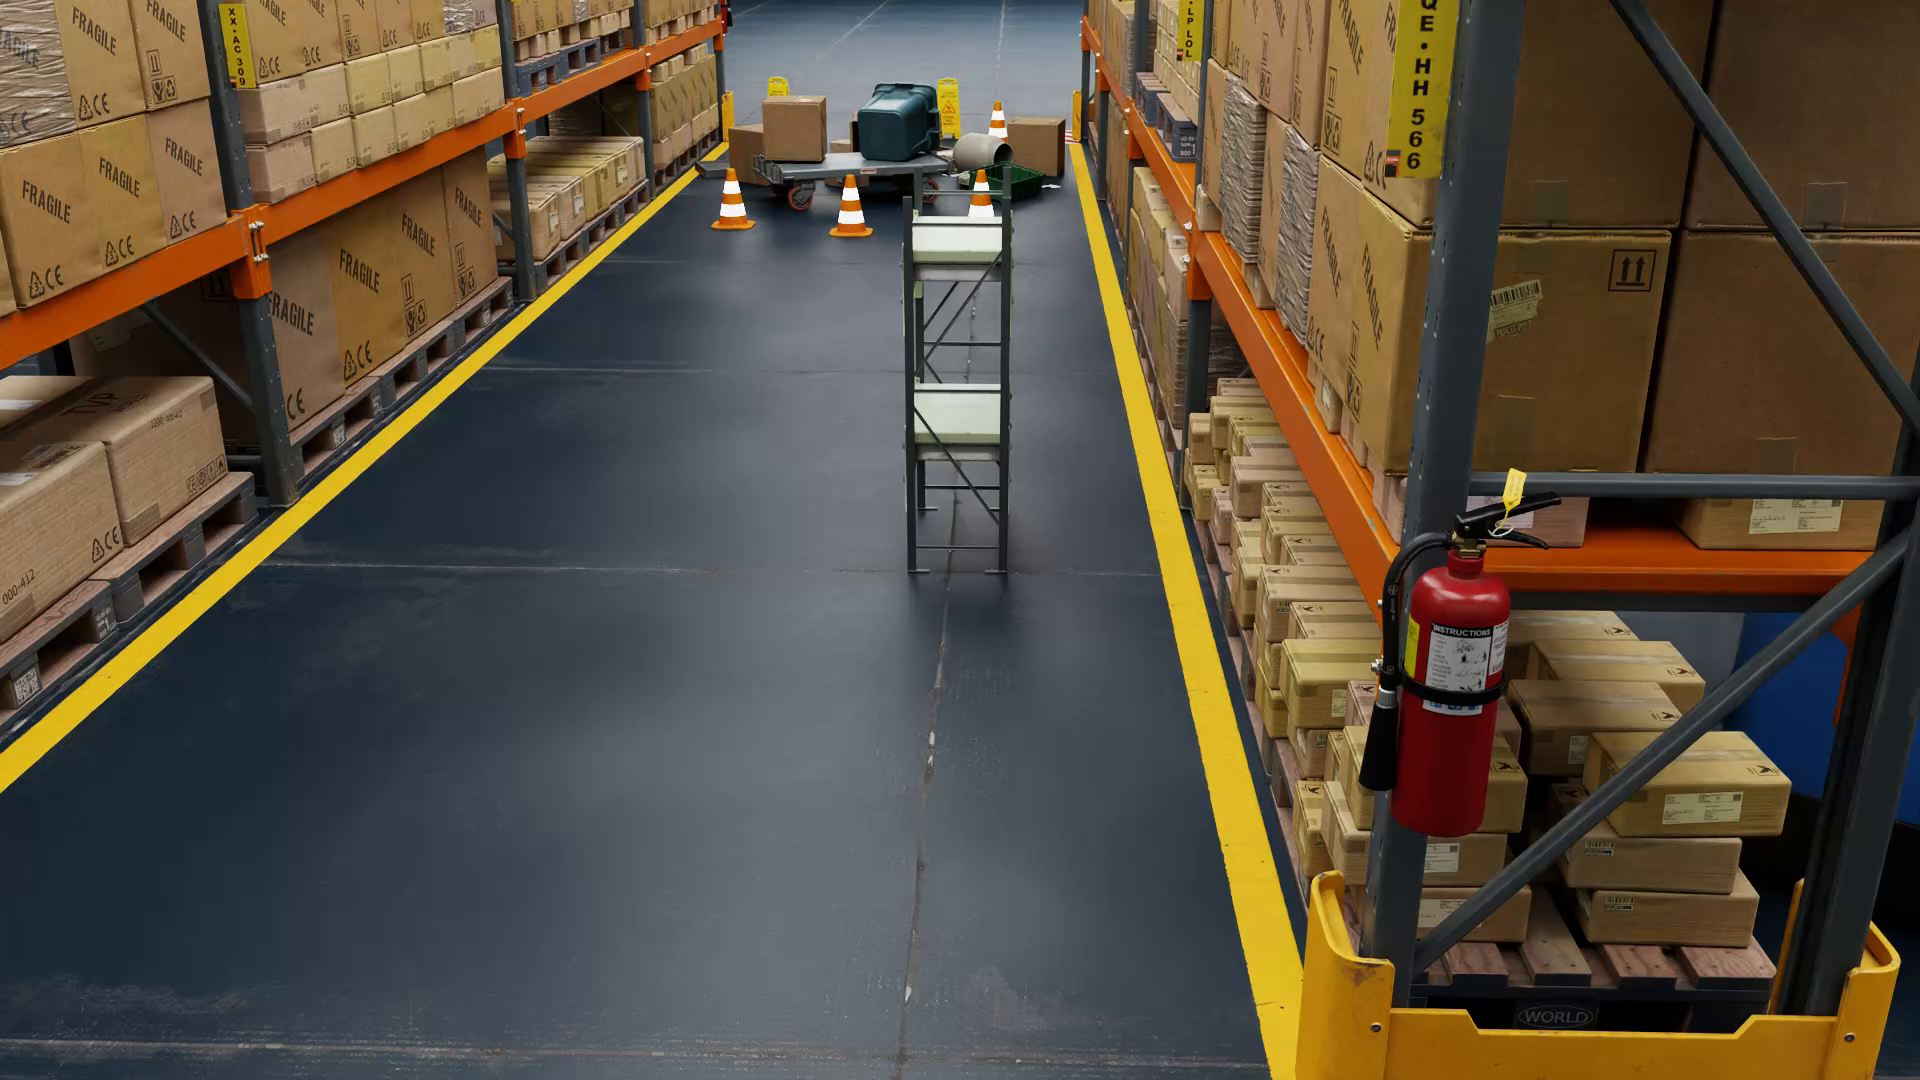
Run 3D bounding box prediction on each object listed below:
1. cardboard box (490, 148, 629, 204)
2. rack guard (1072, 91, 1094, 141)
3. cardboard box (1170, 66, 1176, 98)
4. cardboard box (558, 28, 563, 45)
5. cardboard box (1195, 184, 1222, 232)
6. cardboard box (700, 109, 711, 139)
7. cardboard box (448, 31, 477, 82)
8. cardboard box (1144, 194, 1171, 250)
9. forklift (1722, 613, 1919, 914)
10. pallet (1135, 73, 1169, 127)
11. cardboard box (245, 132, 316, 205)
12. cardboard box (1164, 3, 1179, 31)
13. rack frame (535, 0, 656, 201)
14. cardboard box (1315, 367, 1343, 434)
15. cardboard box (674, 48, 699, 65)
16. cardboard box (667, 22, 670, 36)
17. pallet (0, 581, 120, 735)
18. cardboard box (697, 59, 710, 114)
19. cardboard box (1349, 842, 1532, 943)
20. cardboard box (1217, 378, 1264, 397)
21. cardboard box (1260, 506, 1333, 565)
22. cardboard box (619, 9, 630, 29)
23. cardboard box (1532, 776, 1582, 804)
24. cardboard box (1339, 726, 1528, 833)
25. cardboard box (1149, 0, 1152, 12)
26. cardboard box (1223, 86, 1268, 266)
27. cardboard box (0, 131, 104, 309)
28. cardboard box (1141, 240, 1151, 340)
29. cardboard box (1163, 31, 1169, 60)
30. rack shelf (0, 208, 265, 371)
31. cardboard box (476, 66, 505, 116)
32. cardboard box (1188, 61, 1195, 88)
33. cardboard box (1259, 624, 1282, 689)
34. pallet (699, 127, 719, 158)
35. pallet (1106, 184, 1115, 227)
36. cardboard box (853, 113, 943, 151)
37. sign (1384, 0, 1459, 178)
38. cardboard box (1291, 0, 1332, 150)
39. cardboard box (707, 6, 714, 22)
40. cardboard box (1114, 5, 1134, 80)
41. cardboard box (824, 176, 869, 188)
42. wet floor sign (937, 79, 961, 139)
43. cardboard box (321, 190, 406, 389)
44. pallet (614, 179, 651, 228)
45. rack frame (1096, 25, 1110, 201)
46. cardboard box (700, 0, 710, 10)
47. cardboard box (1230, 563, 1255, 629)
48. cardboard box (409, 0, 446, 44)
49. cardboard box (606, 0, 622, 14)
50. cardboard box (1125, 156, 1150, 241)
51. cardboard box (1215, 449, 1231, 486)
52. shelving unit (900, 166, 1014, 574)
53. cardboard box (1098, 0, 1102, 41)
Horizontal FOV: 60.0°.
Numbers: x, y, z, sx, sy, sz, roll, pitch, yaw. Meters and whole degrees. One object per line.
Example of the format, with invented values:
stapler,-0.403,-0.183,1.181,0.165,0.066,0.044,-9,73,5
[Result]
cardboard box,-3.261,-2.972,13.594,0.950,0.372,0.625,2,21,5
rack guard,1.844,-4.723,18.509,1.175,0.500,0.348,1,21,2
cardboard box,1.356,-2.518,9.137,0.380,0.149,0.250,1,21,3
cardboard box,-3.131,-3.689,12.156,0.380,0.149,0.250,1,21,4
cardboard box,1.143,-1.325,6.643,0.380,0.149,0.250,1,21,4
cardboard box,-2.887,-4.329,17.259,0.500,0.250,0.500,1,21,2
cardboard box,-3.124,-2.805,9.627,0.500,0.250,0.500,0,21,0
cardboard box,1.294,-1.758,9.252,0.500,0.250,0.500,1,21,2
forklift,3.350,-0.780,4.987,1.130,2.935,3.031,15,26,33
pallet,1.685,-2.639,9.948,1.213,0.211,1.003,1,21,2
cardboard box,-3.195,-1.645,7.329,0.500,0.250,0.500,0,21,0
cardboard box,1.375,-2.992,9.538,0.380,0.149,0.250,1,21,1
rack frame,-3.229,-4.451,14.354,1.000,3.000,0.127,1,21,2
cardboard box,1.106,-0.371,4.186,0.380,0.149,0.250,1,21,3
cardboard box,-2.836,-4.851,16.672,0.380,0.149,0.250,2,21,4
cardboard box,-2.946,-4.818,15.648,0.380,0.149,0.250,1,21,1
pallet,-3.608,0.458,5.557,1.003,0.211,1.213,1,21,2
cardboard box,-2.884,-4.680,17.127,0.500,0.500,0.500,1,21,4
cardboard box,1.164,0.846,4.061,0.380,0.149,0.250,1,21,3
cardboard box,1.261,-0.562,6.870,0.380,0.149,0.250,1,21,4
cardboard box,1.188,0.002,5.414,0.380,0.149,0.250,1,21,2
cardboard box,-2.969,-4.341,13.836,0.380,0.149,0.250,1,21,2
cardboard box,1.694,0.615,4.246,0.380,0.149,0.250,1,21,1
cardboard box,1.119,0.567,3.958,0.380,0.149,0.250,1,21,2
cardboard box,1.638,-3.845,11.271,0.700,0.500,0.500,0,21,1
cardboard box,1.152,-1.189,5.397,0.500,0.500,0.500,0,21,0
cardboard box,-3.242,-1.067,5.493,0.500,0.500,0.500,0,21,1
cardboard box,1.301,-1.397,9.357,0.500,0.500,0.500,0,21,0
cardboard box,1.374,-2.837,9.549,0.380,0.149,0.250,0,21,0
rack shelf,-3.533,-0.500,5.165,1.077,0.370,4.000,1,21,2
cardboard box,-3.107,-2.749,10.175,0.500,0.250,0.500,0,21,0
cardboard box,1.323,-2.282,8.119,0.380,0.149,0.250,0,21,-1
cardboard box,1.104,0.331,4.978,0.380,0.149,0.250,1,21,2
pallet,-3.170,-4.276,17.759,1.003,0.211,1.213,1,21,2
pallet,1.773,-2.853,14.091,1.003,0.211,1.213,1,21,2
cardboard box,-0.630,-4.071,16.824,0.797,0.503,0.637,-16,26,-35
sign,0.803,-0.795,2.893,0.100,0.325,0.005,1,21,2
cardboard box,1.144,-1.285,4.263,0.500,0.500,0.500,2,21,4
cardboard box,-2.802,-5.550,17.533,0.380,0.149,0.250,0,21,1
cardboard box,1.377,-3.560,11.920,0.500,0.500,0.500,0,21,1
cardboard box,-1.059,-3.447,15.547,0.258,0.266,0.396,-16,26,-35
wet floor sign,-0.135,-4.814,18.544,0.267,0.644,0.232,-3,21,-8
cardboard box,-3.514,-1.315,8.629,0.875,0.875,0.875,1,21,3
pallet,-3.251,-2.870,14.133,1.003,0.211,1.213,1,21,2
rack frame,1.722,-4.433,14.308,1.000,3.000,0.127,1,21,2
cardboard box,-2.869,-5.702,17.029,0.500,0.500,0.500,1,21,2
cardboard box,1.147,0.190,5.752,0.380,0.149,0.250,0,21,0
cardboard box,-3.134,-2.963,8.997,0.500,0.500,0.500,1,21,2
cardboard box,-3.028,-4.483,13.307,0.500,0.500,0.500,1,21,2
cardboard box,1.708,-2.353,11.476,1.050,0.750,0.750,0,21,1
cardboard box,1.229,-0.326,6.672,0.380,0.149,0.250,1,21,2
shelving unit,0.000,-0.702,6.764,0.431,1.500,0.755,1,21,2
cardboard box,1.715,-4.836,15.138,0.875,0.550,0.550,1,21,2
